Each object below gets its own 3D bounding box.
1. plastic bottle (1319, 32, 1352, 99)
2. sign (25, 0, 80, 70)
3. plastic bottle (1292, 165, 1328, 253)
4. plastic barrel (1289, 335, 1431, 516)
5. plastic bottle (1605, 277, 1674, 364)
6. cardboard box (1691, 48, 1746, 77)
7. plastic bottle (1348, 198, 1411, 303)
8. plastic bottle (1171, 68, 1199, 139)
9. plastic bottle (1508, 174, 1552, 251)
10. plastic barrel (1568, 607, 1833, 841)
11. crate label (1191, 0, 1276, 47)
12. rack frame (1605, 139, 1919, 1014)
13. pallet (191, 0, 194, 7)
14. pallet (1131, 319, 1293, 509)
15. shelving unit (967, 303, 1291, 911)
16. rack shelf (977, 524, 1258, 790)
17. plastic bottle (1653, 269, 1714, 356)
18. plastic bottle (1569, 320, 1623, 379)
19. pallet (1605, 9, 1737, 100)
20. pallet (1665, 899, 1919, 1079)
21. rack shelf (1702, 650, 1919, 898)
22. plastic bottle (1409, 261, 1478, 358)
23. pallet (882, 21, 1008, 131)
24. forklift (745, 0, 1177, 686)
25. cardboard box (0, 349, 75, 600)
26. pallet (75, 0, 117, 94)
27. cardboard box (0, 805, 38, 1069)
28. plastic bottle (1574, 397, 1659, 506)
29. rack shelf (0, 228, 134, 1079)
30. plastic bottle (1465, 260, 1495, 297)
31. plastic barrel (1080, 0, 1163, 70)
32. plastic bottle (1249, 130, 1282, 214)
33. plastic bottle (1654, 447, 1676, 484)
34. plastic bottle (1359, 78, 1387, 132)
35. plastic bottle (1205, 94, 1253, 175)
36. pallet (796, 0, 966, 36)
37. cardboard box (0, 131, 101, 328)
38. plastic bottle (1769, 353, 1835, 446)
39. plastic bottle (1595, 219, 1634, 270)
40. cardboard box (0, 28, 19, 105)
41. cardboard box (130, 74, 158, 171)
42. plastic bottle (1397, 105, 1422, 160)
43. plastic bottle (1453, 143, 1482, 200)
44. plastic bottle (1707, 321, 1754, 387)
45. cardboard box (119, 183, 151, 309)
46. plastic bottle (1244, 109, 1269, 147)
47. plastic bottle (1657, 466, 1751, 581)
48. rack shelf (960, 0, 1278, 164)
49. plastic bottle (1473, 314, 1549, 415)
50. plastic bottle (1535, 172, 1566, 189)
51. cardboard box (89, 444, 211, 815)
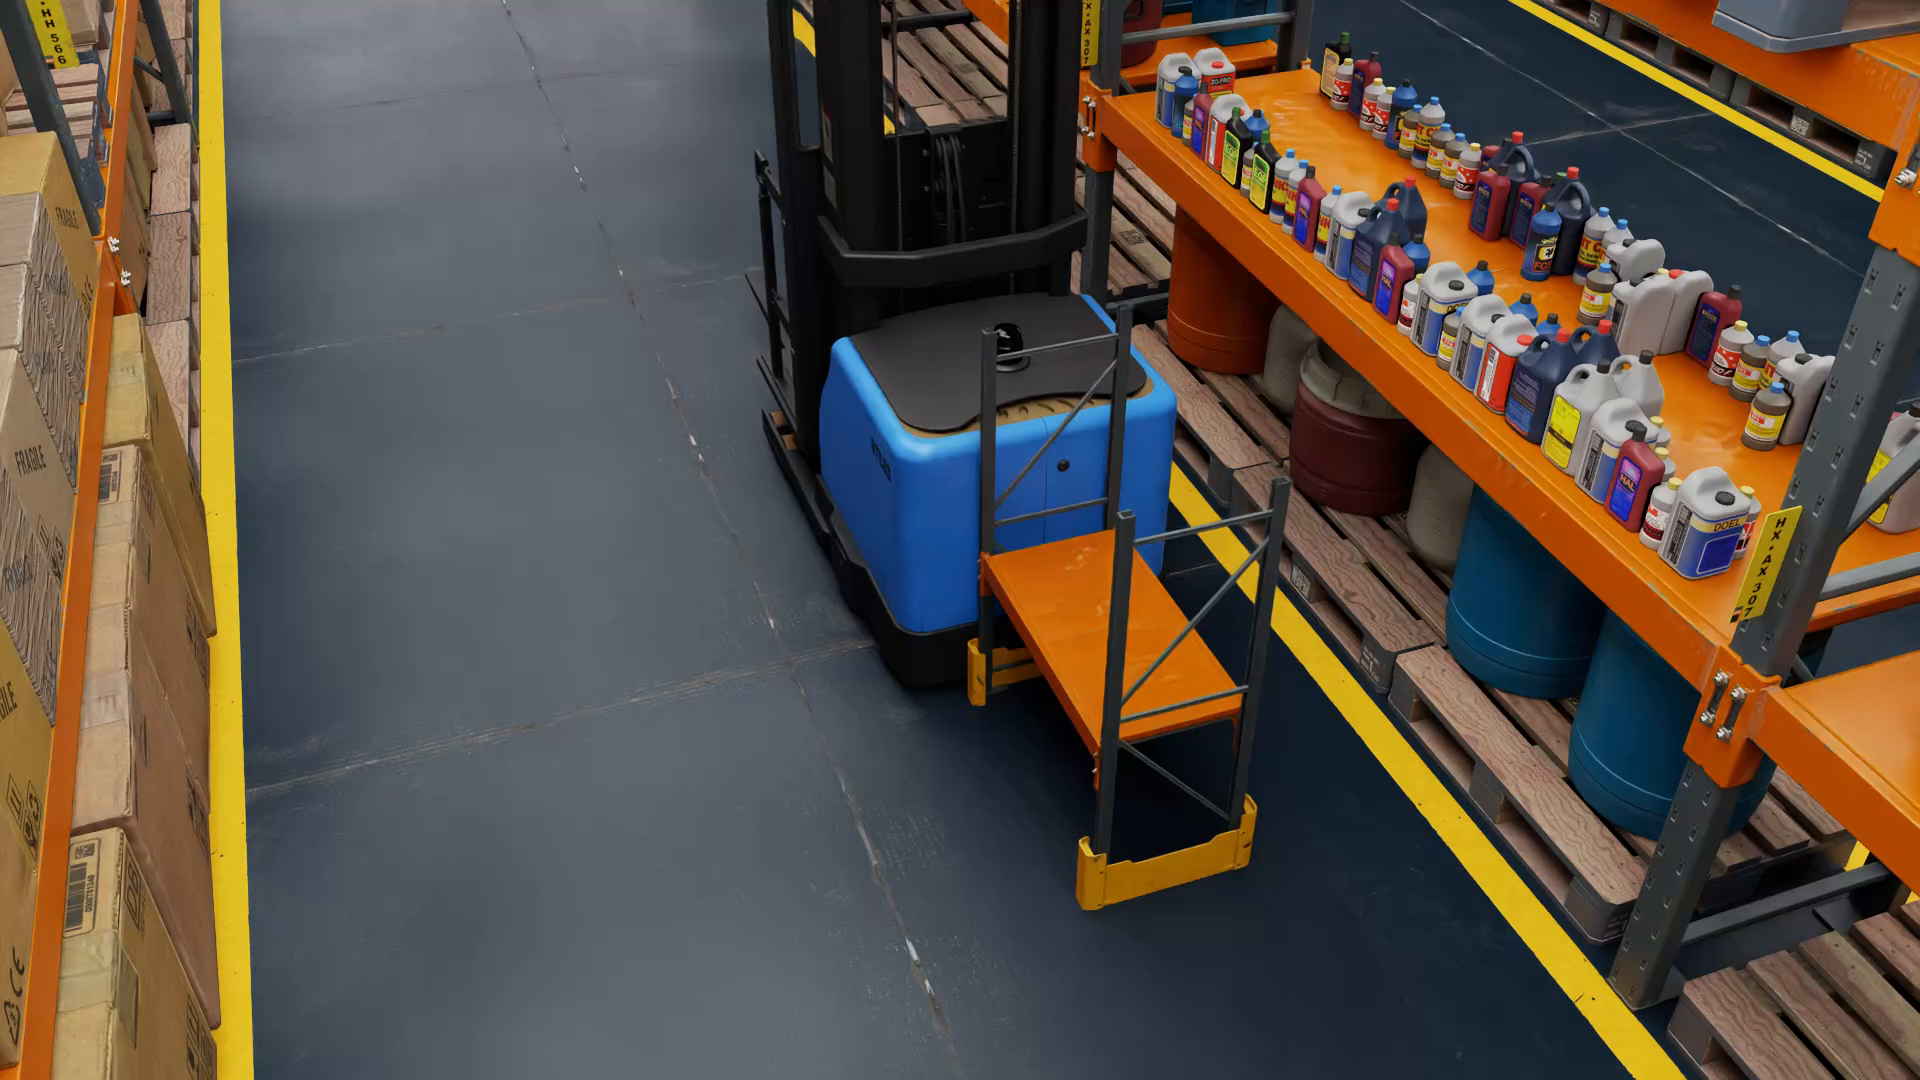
[{"bbox_3d":[1.590,-2.014,7.028,0.061,0.283,0.133,-12,39,-16],"label":"plastic bottle"},{"bbox_3d":[-3.080,-1.755,5.624,0.100,0.325,0.005,-12,39,-16],"label":"sign"},{"bbox_3d":[1.251,-1.181,5.921,0.061,0.283,0.133,-12,39,-16],"label":"plastic bottle"},{"bbox_3d":[1.623,-0.494,6.569,0.600,0.588,0.708,-12,39,-16],"label":"plastic barrel"},{"bbox_3d":[2.164,-0.723,5.320,0.152,0.276,0.135,-12,39,-16],"label":"plastic bottle"},{"bbox_3d":[4.942,-3.115,10.329,0.500,0.250,0.500,-12,39,-15],"label":"cardboard box"},{"bbox_3d":[1.424,-0.995,5.619,0.144,0.351,0.185,-12,39,-16],"label":"plastic bottle"},{"bbox_3d":[0.910,-1.767,6.709,0.097,0.271,0.097,0,37,0],"label":"plastic bottle"},{"bbox_3d":[2.036,-1.176,5.915,0.061,0.283,0.133,-12,39,-16],"label":"plastic bottle"},{"bbox_3d":[2.256,0.418,5.096,0.600,0.901,0.708,-12,39,-16],"label":"plastic barrel"},{"bbox_3d":[1.257,-2.449,7.648,0.303,0.233,0.416,-12,39,-16],"label":"crate label"},{"bbox_3d":[2.427,0.059,4.179,1.000,3.000,0.127,-12,39,-16],"label":"rack frame"},{"bbox_3d":[-6.080,-4.072,11.980,1.003,0.211,1.213,-12,39,-16],"label":"pallet"},{"bbox_3d":[1.361,-0.650,7.438,1.003,0.211,1.213,-12,39,-16],"label":"pallet"},{"bbox_3d":[0.481,0.202,5.235,0.587,1.500,1.083,-12,39,-16],"label":"shelving unit"},{"bbox_3d":[0.478,0.340,5.350,0.538,0.185,1.000,-12,39,-16],"label":"rack shelf"},{"bbox_3d":[2.307,-0.755,5.362,0.152,0.276,0.135,-12,39,-16],"label":"plastic bottle"},{"bbox_3d":[1.875,-0.507,4.971,0.144,0.351,0.185,-12,39,-16],"label":"plastic bottle"},{"bbox_3d":[5.040,-3.272,10.918,1.003,0.211,1.213,-12,39,-16],"label":"pallet"},{"bbox_3d":[2.716,1.580,4.477,1.003,0.211,1.213,-12,39,-16],"label":"pallet"},{"bbox_3d":[3.115,1.476,2.895,1.077,0.370,4.000,-12,39,-16],"label":"rack shelf"},{"bbox_3d":[1.562,-0.746,5.350,0.152,0.276,0.135,-12,39,-16],"label":"plastic bottle"},{"bbox_3d":[-0.019,-2.911,10.439,1.003,0.211,1.213,-12,39,-16],"label":"pallet"},{"bbox_3d":[-0.220,-1.537,6.354,1.130,2.935,3.031,-12,39,-16],"label":"forklift"},{"bbox_3d":[-2.675,-0.125,4.339,0.500,0.500,0.500,-12,39,-15],"label":"cardboard box"},{"bbox_3d":[-4.320,-2.208,7.348,1.003,0.211,1.213,-12,39,-16],"label":"pallet"},{"bbox_3d":[-2.147,0.733,3.201,0.500,0.500,0.500,-12,39,-16],"label":"cardboard box"},{"bbox_3d":[1.862,-0.254,4.697,0.152,0.276,0.135,-12,39,-16],"label":"plastic bottle"},{"bbox_3d":[-2.912,0.242,4.534,1.077,0.370,4.000,-12,39,-16],"label":"rack shelf"},{"bbox_3d":[1.673,-0.780,5.399,0.097,0.271,0.097,0,37,0],"label":"plastic bottle"},{"bbox_3d":[0.606,-2.454,7.402,0.600,0.536,0.708,-12,39,-16],"label":"plastic barrel"},{"bbox_3d":[1.138,-1.366,6.167,0.061,0.283,0.133,-12,39,-16],"label":"plastic bottle"},{"bbox_3d":[1.933,-0.165,4.641,0.097,0.201,0.097,0,37,0],"label":"plastic bottle"},{"bbox_3d":[1.692,-1.782,6.788,0.097,0.201,0.097,0,37,0],"label":"plastic bottle"},{"bbox_3d":[1.055,-1.578,6.456,0.152,0.276,0.135,-12,39,-16],"label":"plastic bottle"},{"bbox_3d":[-0.518,-3.735,11.533,1.003,0.211,1.213,-12,39,-16],"label":"pallet"},{"bbox_3d":[-3.198,-0.988,5.485,0.500,0.500,0.500,-11,38,-15],"label":"cardboard box"},{"bbox_3d":[2.499,-0.439,4.942,0.152,0.276,0.135,-12,39,-16],"label":"plastic bottle"},{"bbox_3d":[2.213,-0.955,5.632,0.097,0.271,0.097,0,37,0],"label":"plastic bottle"},{"bbox_3d":[-4.109,-1.974,6.446,0.700,0.500,0.500,-7,38,-9],"label":"cardboard box"},{"bbox_3d":[-4.785,-2.261,8.970,0.700,0.500,0.500,-15,40,-19],"label":"cardboard box"},{"bbox_3d":[1.793,-1.617,6.569,0.097,0.201,0.097,0,37,0],"label":"plastic bottle"},{"bbox_3d":[1.927,-1.397,6.277,0.097,0.201,0.097,0,37,0],"label":"plastic bottle"},{"bbox_3d":[2.418,-0.590,5.205,0.097,0.201,0.097,0,37,0],"label":"plastic bottle"},{"bbox_3d":[-4.254,-1.356,7.770,0.700,0.500,0.500,-9,38,-12],"label":"cardboard box"},{"bbox_3d":[1.126,-1.518,6.379,0.097,0.271,0.097,0,37,0],"label":"plastic bottle"},{"bbox_3d":[1.988,-0.047,4.423,0.152,0.276,0.135,-12,39,-16],"label":"plastic bottle"},{"bbox_3d":[0.362,-3.043,8.895,1.077,0.370,4.000,-12,39,-16],"label":"rack shelf"},{"bbox_3d":[1.689,-0.539,5.075,0.152,0.276,0.135,-12,39,-16],"label":"plastic bottle"},{"bbox_3d":[2.093,-1.188,5.932,0.061,0.283,0.133,-12,39,-16],"label":"plastic bottle"},{"bbox_3d":[-3.083,0.405,5.136,1.225,0.875,0.875,-12,39,-16],"label":"cardboard box"}]
